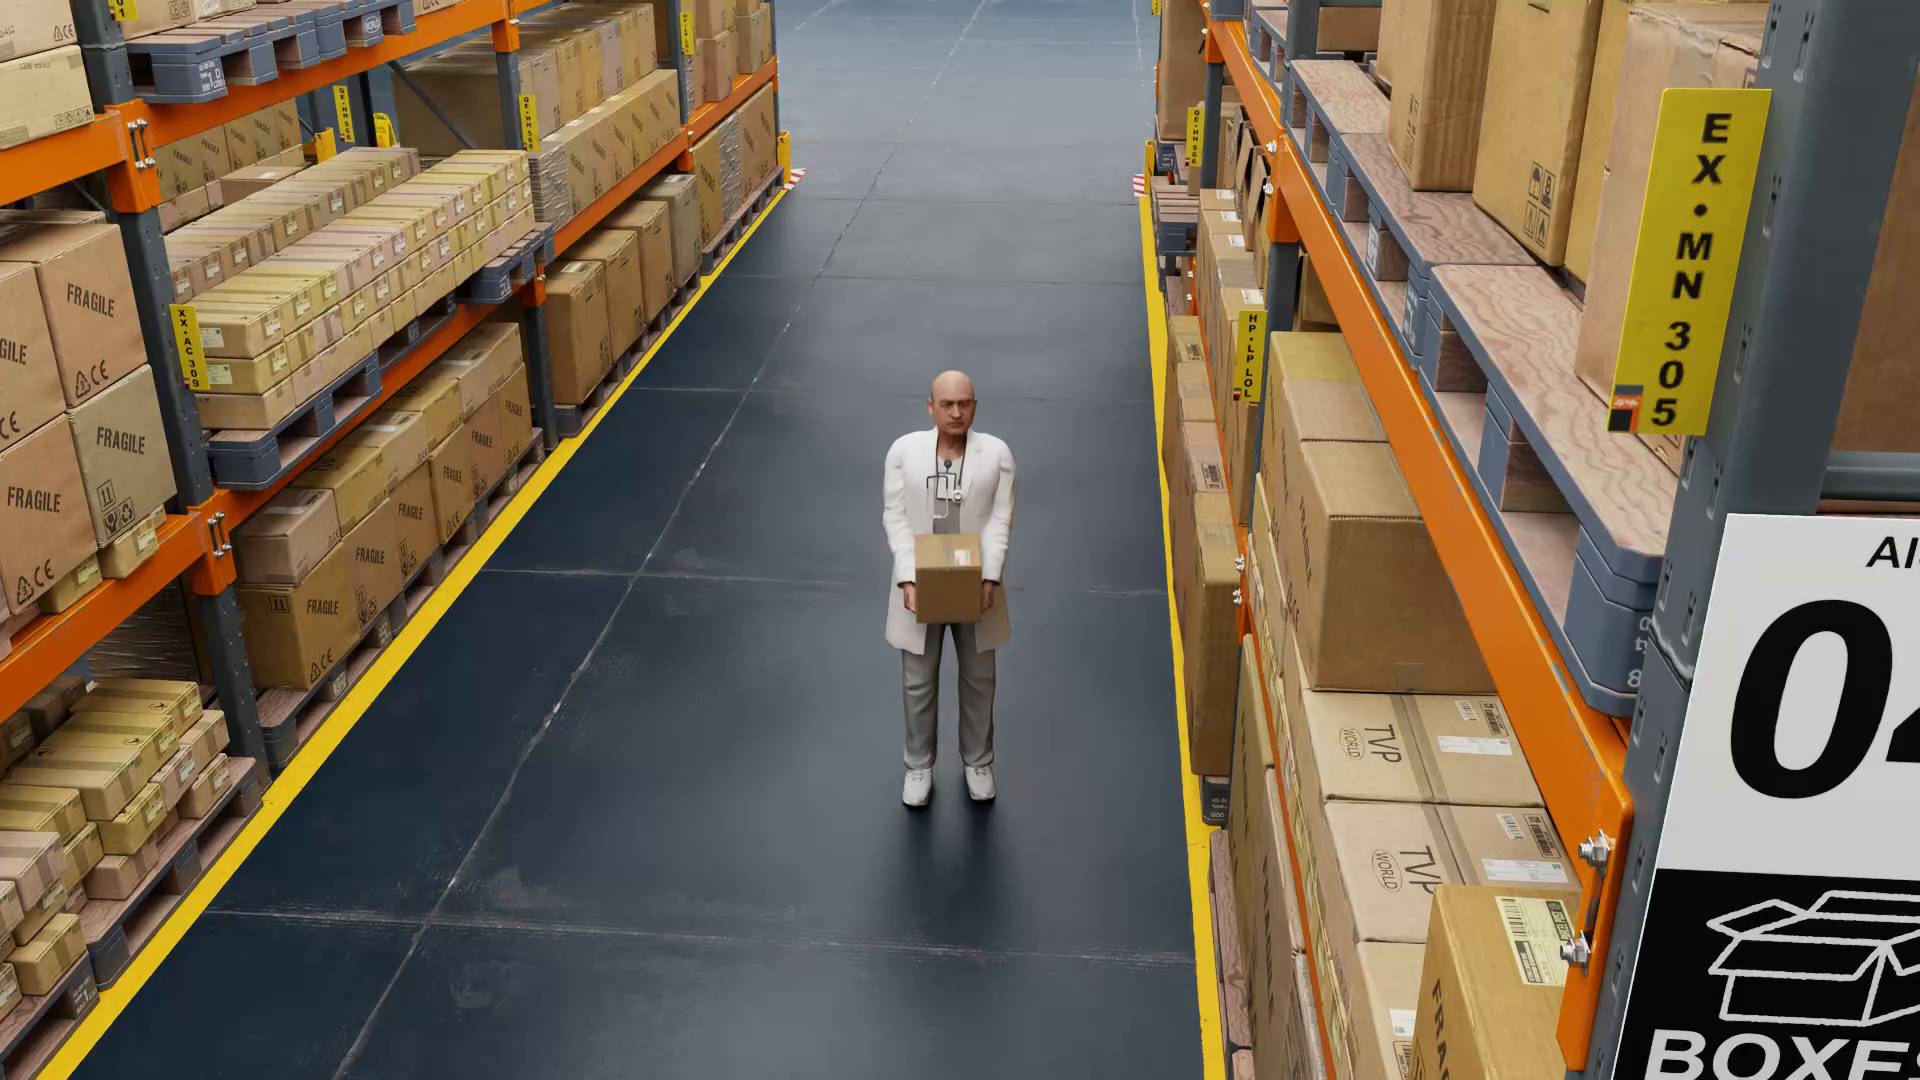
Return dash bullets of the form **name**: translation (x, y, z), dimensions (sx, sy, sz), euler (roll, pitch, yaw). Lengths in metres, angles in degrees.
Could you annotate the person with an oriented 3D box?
- **person**: translation (-0.039, 0.233, 6.604), dimensions (0.528, 1.773, 0.554), euler (-1, 24, -1)
